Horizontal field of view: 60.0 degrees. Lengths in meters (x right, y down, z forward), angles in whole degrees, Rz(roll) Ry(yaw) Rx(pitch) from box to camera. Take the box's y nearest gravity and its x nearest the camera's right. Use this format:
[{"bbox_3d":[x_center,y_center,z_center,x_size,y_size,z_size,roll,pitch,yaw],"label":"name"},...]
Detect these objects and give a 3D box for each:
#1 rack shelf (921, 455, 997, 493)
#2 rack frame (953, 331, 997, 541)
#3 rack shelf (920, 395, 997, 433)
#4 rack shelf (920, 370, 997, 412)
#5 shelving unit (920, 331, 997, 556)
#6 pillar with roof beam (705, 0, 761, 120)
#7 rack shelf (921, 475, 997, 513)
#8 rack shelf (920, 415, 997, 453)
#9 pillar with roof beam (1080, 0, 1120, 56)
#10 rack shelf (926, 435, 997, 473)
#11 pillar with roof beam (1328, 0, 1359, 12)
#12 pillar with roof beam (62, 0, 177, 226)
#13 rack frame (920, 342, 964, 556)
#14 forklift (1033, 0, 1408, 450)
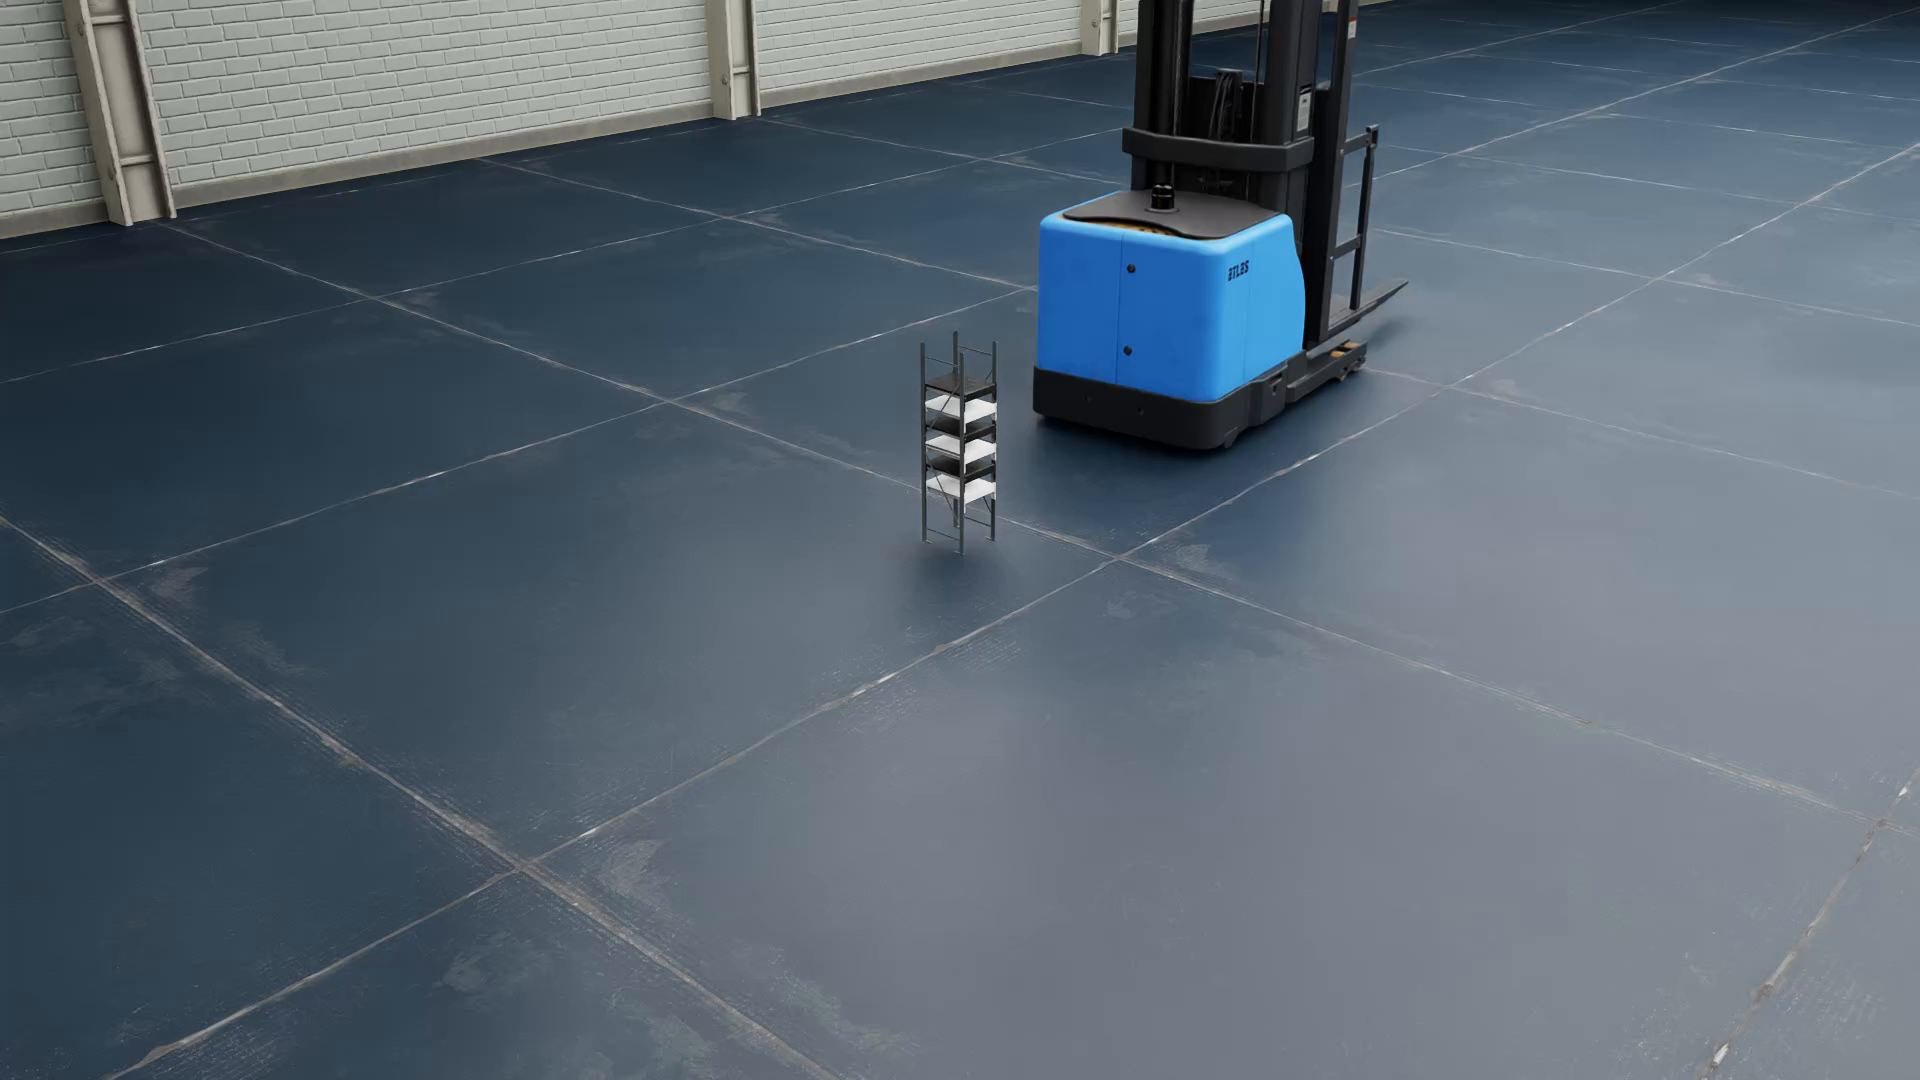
[{"bbox_3d":[-0.005,-0.296,7.111,0.258,0.077,0.200,20,31,38],"label":"rack shelf"},{"bbox_3d":[0.062,-0.439,7.129,0.240,0.900,0.006,20,31,38],"label":"rack frame"},{"bbox_3d":[-0.005,-0.542,7.000,0.258,0.077,0.200,20,31,38],"label":"rack shelf"},{"bbox_3d":[-0.005,-0.624,6.964,0.258,0.077,0.200,20,31,38],"label":"rack shelf"},{"bbox_3d":[-0.005,-0.408,7.060,0.258,0.900,0.210,20,31,38],"label":"shelving unit"},{"bbox_3d":[0.946,-7.224,12.362,9.100,9.000,0.400,20,31,38],"label":"pillar with roof beam"},{"bbox_3d":[-0.005,-0.213,7.148,0.258,0.077,0.200,20,31,38],"label":"rack shelf"},{"bbox_3d":[-0.005,-0.460,7.037,0.258,0.077,0.200,20,31,38],"label":"rack shelf"},{"bbox_3d":[4.951,-9.052,16.439,9.100,9.000,0.400,20,31,38],"label":"pillar with roof beam"},{"bbox_3d":[-0.005,-0.378,7.074,0.258,0.077,0.200,20,31,38],"label":"rack shelf"},{"bbox_3d":[8.955,-10.880,20.517,9.100,9.000,0.400,20,31,38],"label":"pillar with roof beam"},{"bbox_3d":[-3.058,-5.396,8.285,9.100,9.000,0.400,20,31,38],"label":"pillar with roof beam"},{"bbox_3d":[-0.073,-0.377,6.991,0.240,0.900,0.006,20,31,38],"label":"rack frame"},{"bbox_3d":[1.635,-2.320,8.842,1.130,2.935,3.031,16,29,32],"label":"forklift"}]
